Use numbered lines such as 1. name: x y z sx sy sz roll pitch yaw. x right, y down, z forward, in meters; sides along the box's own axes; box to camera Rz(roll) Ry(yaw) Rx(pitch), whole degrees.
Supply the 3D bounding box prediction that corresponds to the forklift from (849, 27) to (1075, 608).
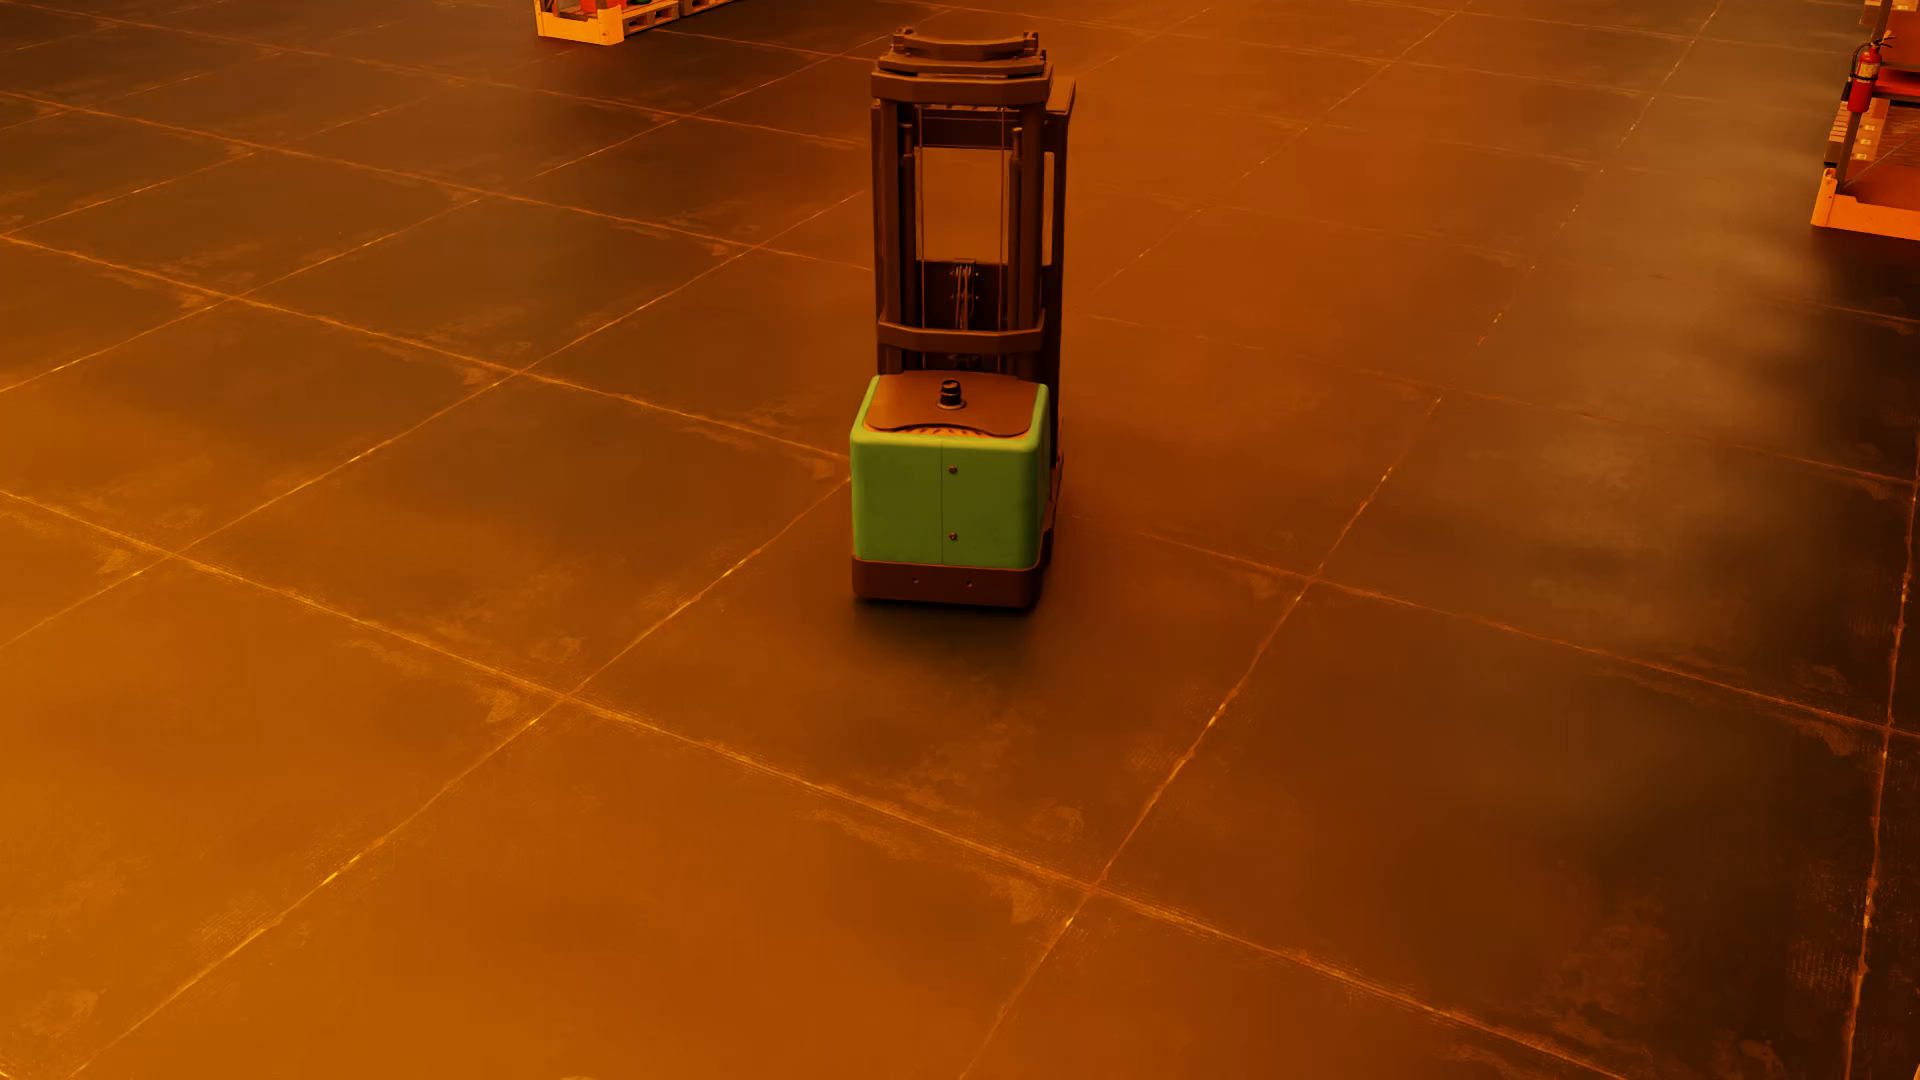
1. forklift: 0.081 -1.609 9.858 1.130 2.935 3.031 3 30 6
